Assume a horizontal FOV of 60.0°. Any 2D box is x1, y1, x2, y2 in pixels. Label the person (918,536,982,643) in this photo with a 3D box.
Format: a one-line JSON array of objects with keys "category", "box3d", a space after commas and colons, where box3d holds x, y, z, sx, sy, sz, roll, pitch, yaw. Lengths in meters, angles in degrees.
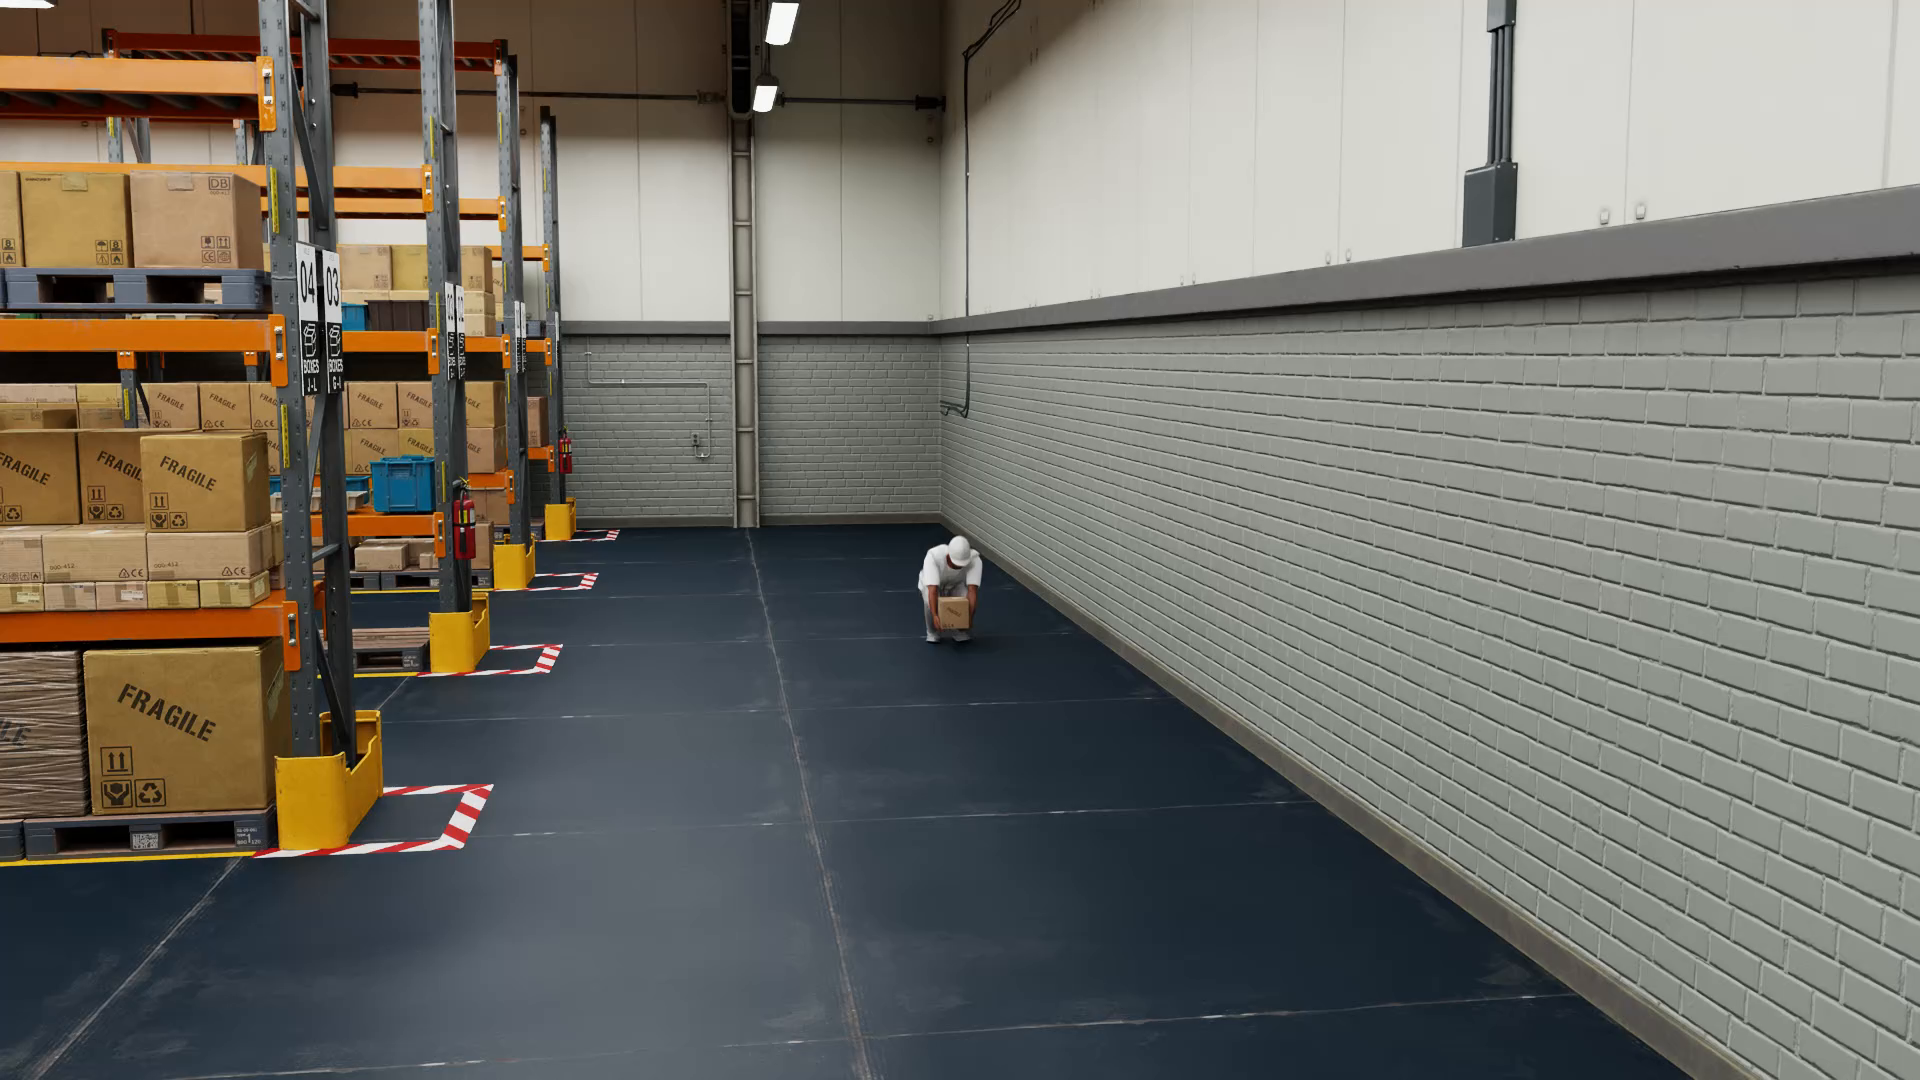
[{"category": "person", "box3d": [-0.080, 0.436, 15.129, 0.541, 1.016, 0.887, -1, 7, -10]}]
